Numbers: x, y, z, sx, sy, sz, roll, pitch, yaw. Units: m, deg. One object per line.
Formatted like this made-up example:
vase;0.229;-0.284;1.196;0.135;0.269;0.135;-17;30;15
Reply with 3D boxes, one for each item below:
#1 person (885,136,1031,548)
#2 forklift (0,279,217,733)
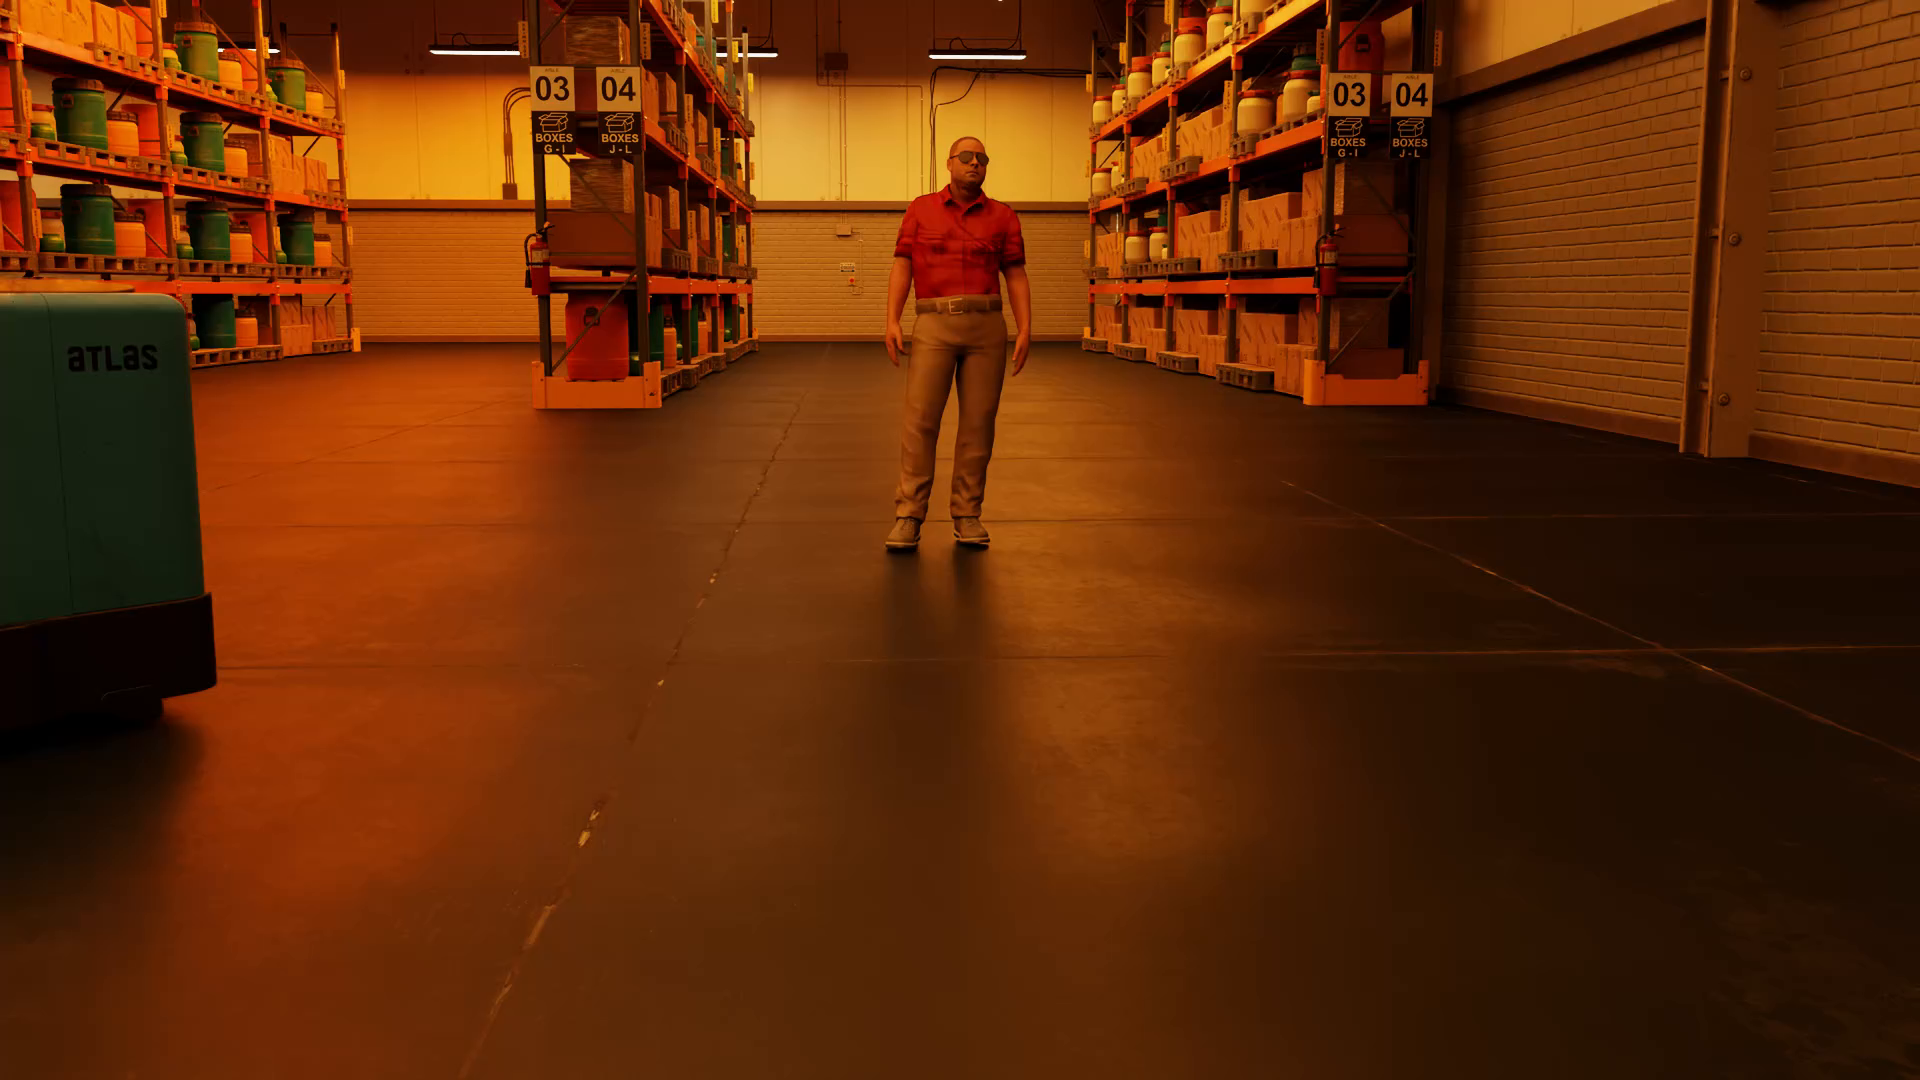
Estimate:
person;-0.006;-0.850;7.092;0.641;1.728;0.550;-1;8;-4
forklift;-3.245;-0.880;3.259;1.130;2.935;3.031;7;11;39
